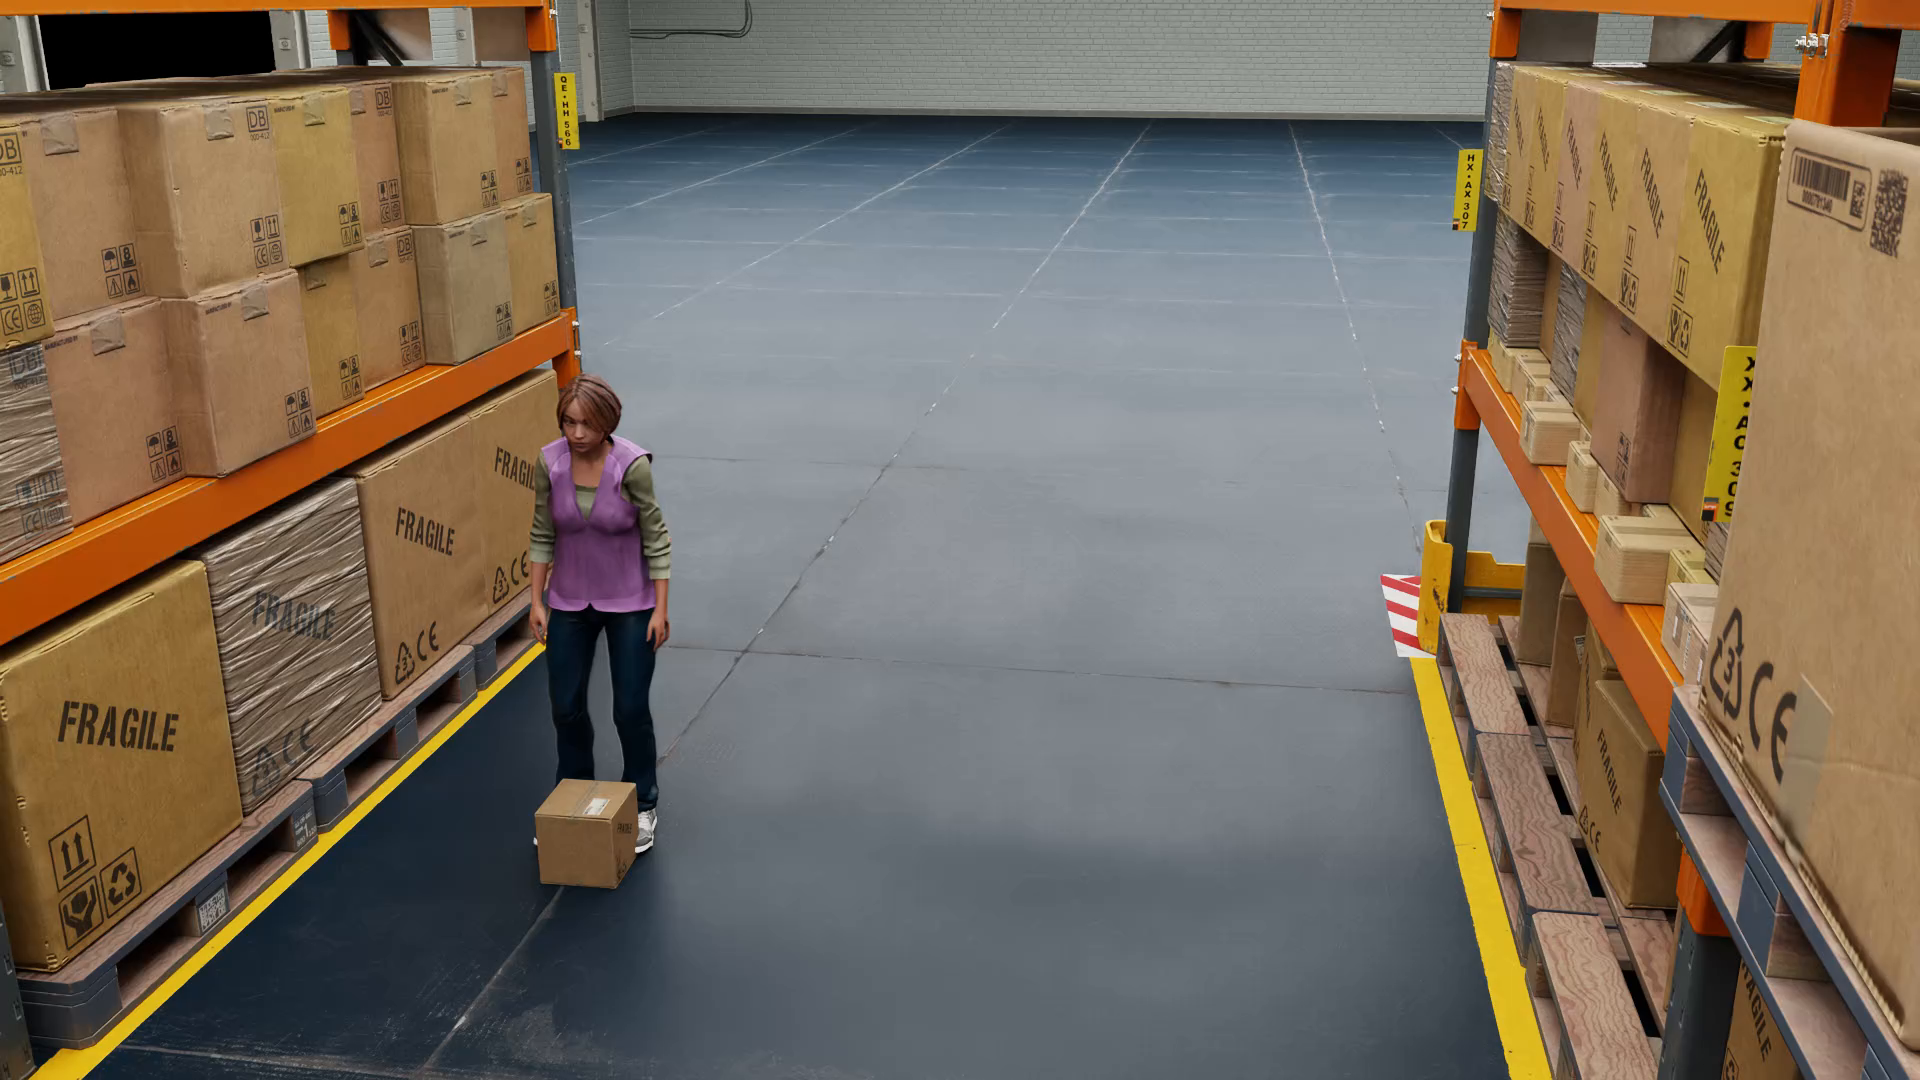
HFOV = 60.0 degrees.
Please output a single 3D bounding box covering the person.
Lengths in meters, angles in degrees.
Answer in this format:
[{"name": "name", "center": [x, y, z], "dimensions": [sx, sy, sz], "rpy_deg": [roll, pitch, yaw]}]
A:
[{"name": "person", "center": [-1.163, 0.233, 5.367], "dimensions": [0.483, 1.592, 0.347], "rpy_deg": [2, 18, 5]}]
